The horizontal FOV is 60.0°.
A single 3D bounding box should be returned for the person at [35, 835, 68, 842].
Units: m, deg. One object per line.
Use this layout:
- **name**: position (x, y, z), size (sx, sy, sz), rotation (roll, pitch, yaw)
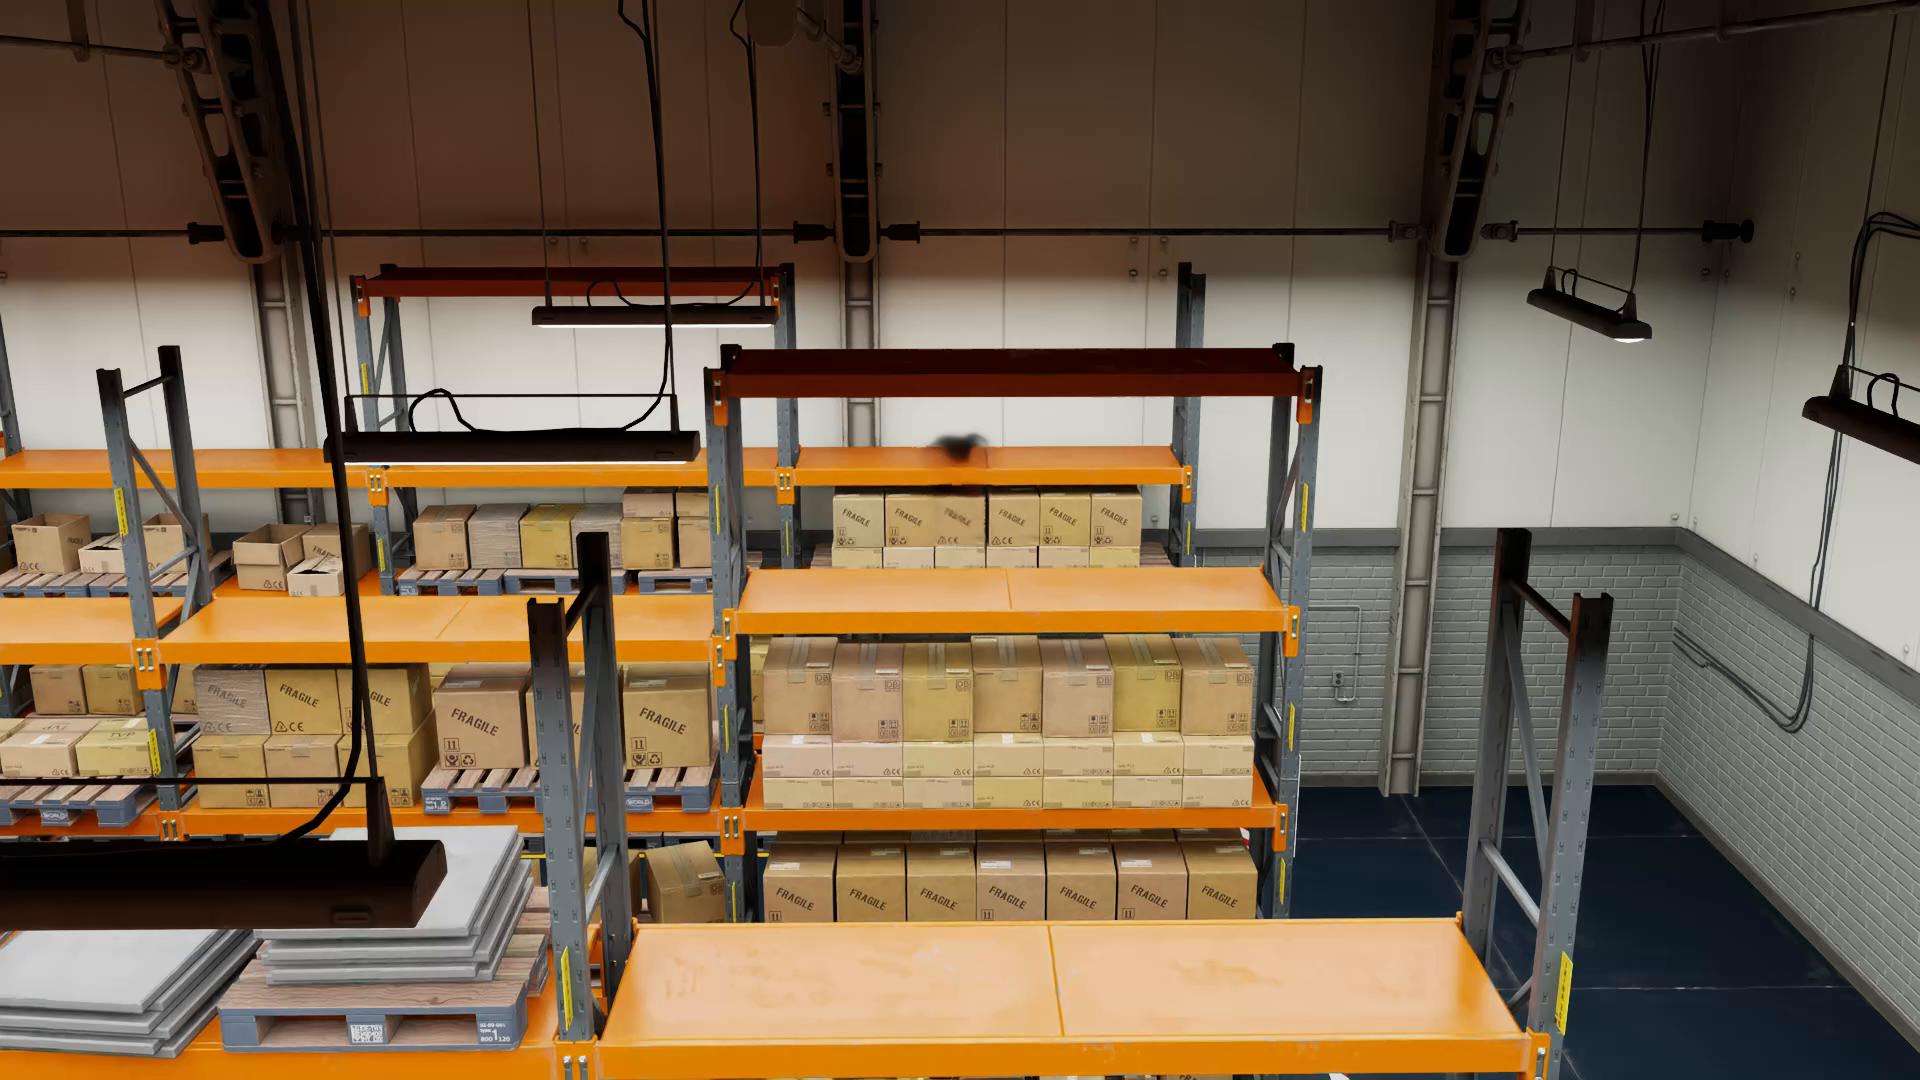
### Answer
- **person**: position (-7.813, 3.174, 14.470), size (0.570, 1.778, 0.416), rotation (-2, 16, -6)
